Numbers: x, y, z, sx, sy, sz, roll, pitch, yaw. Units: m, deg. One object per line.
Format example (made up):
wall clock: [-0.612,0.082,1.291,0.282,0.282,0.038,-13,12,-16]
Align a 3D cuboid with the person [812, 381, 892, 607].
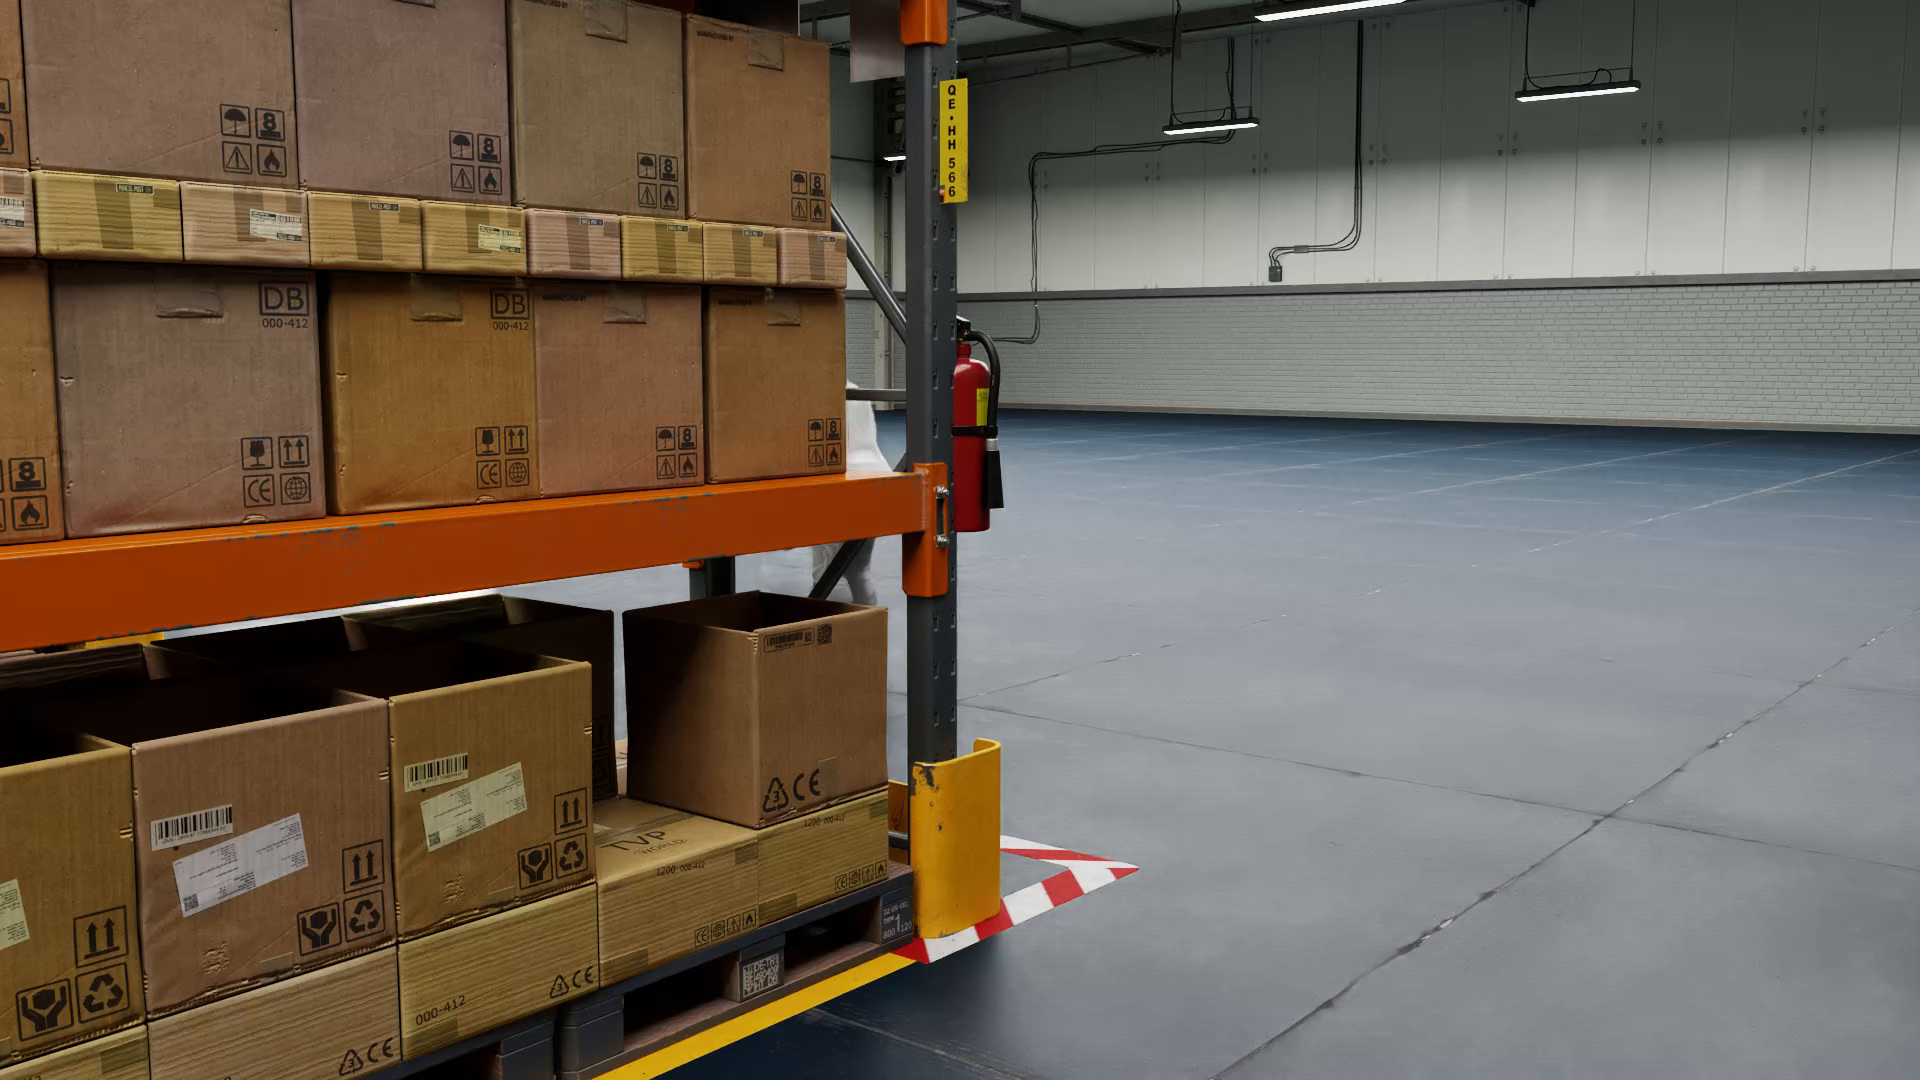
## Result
person: [-0.661,-0.208,8.619,0.611,1.718,0.493,5,8,37]
